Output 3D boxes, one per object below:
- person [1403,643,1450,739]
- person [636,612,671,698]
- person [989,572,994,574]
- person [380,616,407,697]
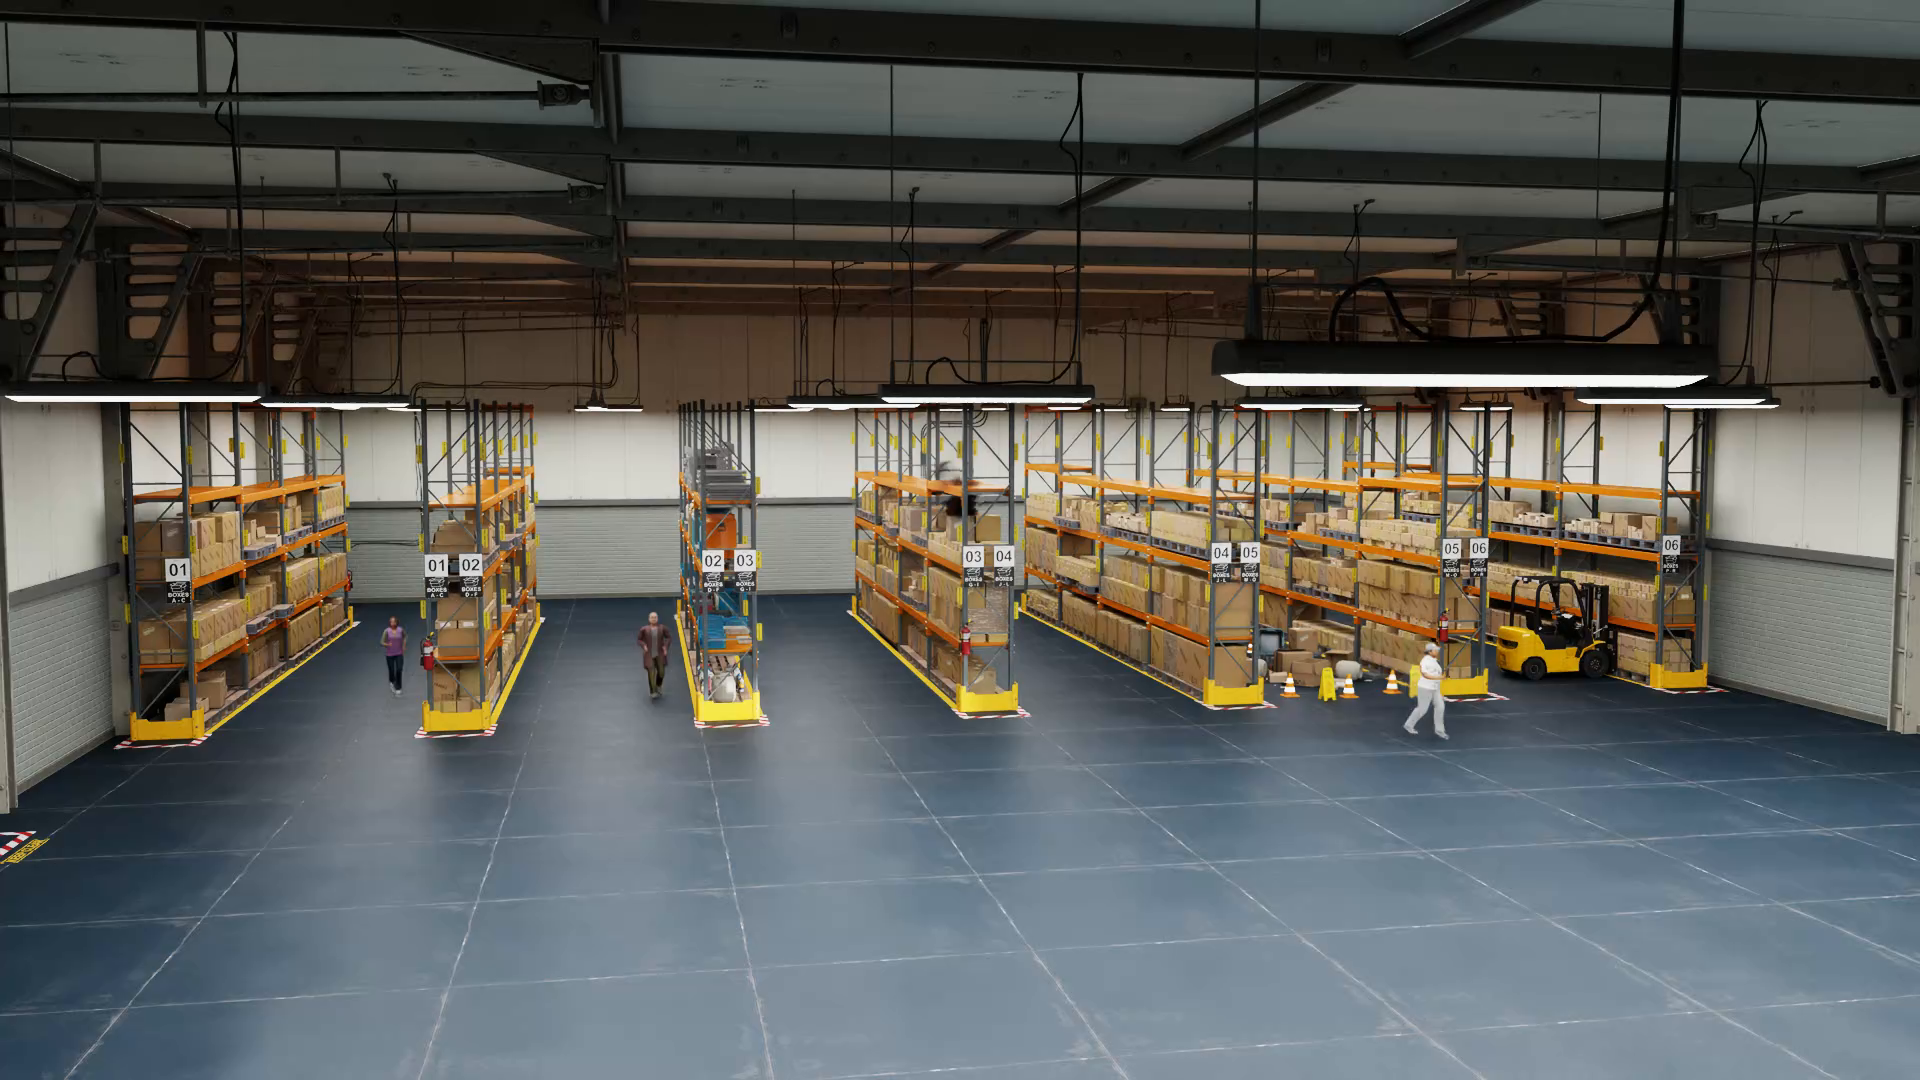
[{"bbox_3d":[8.286,2.682,29.479,0.781,1.704,0.591,3,5,35],"label":"person"},{"bbox_3d":[-6.146,2.429,33.475,0.703,1.523,0.651,-1,4,-15],"label":"person"},{"bbox_3d":[0.694,1.258,47.739,0.717,1.717,0.523,1,4,11],"label":"person"},{"bbox_3d":[-11.516,2.350,33.850,0.537,1.596,0.878,-2,5,-22],"label":"person"}]
